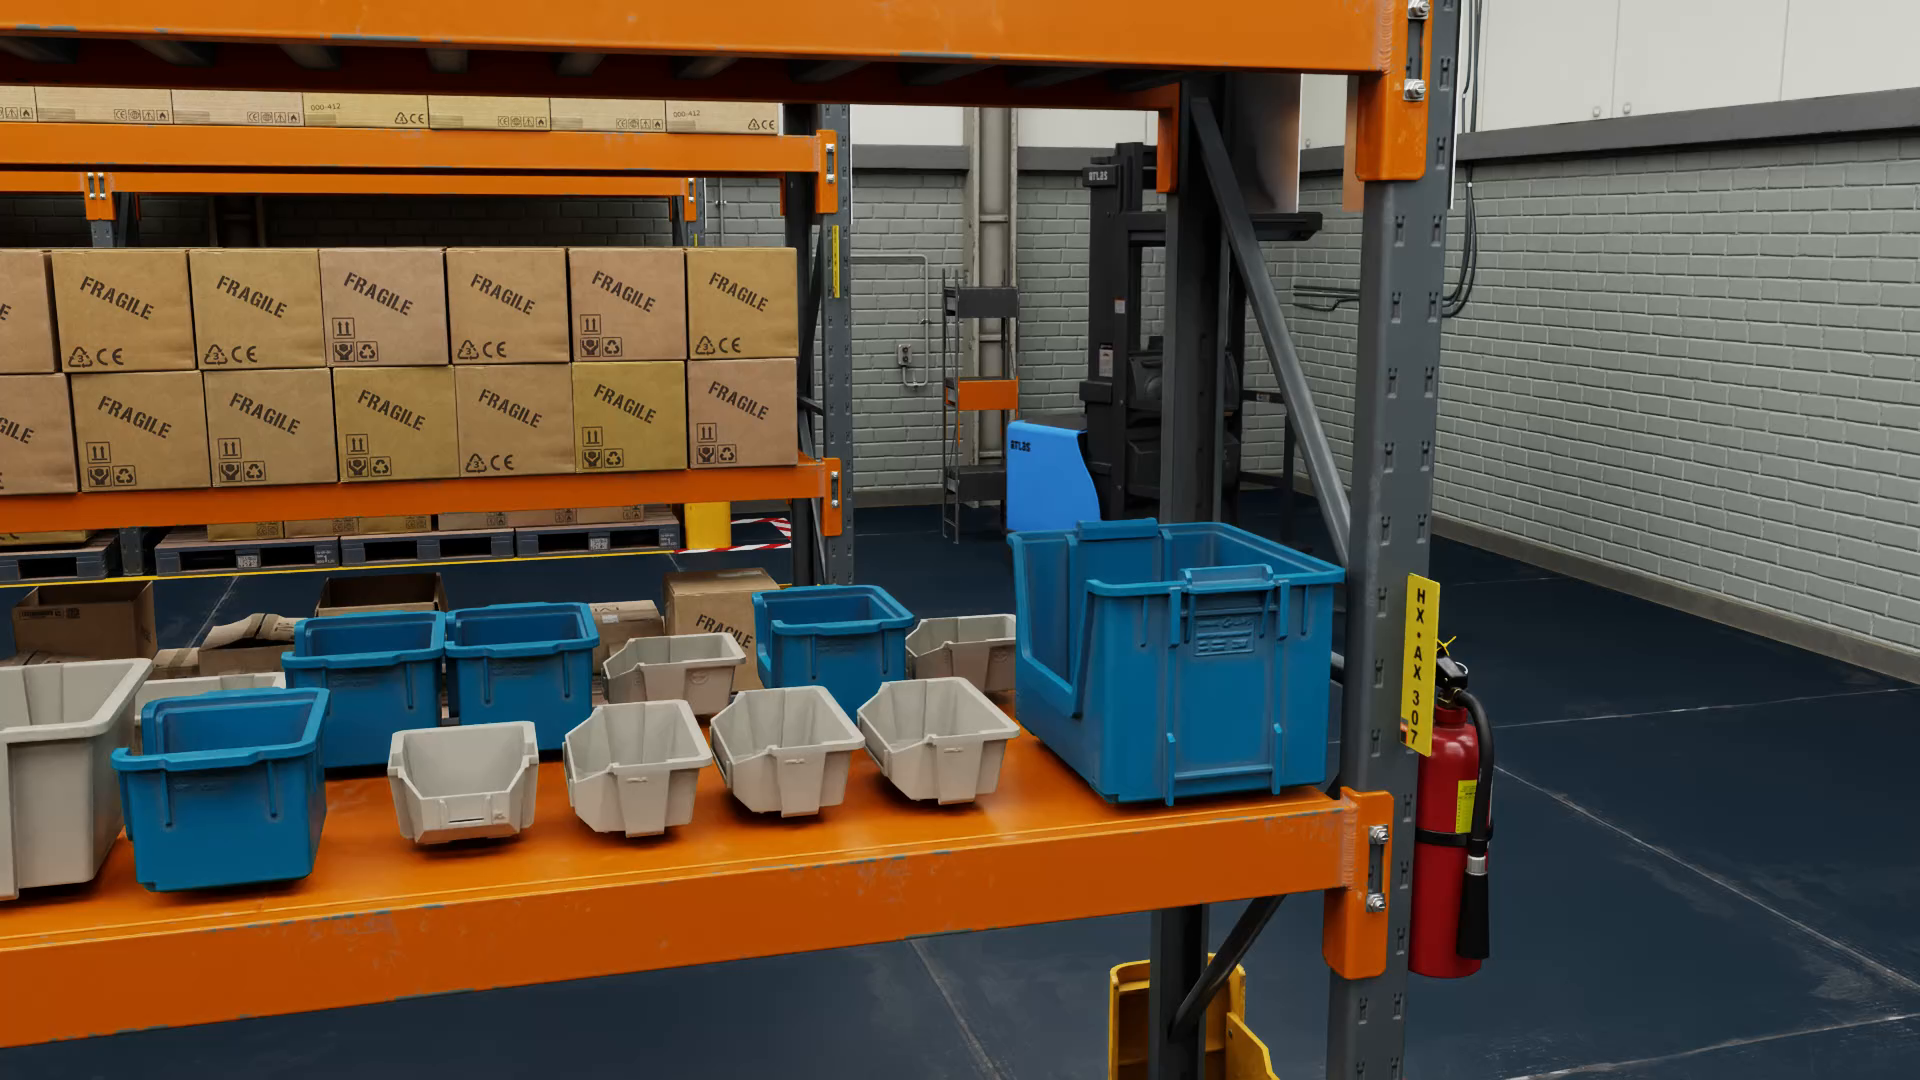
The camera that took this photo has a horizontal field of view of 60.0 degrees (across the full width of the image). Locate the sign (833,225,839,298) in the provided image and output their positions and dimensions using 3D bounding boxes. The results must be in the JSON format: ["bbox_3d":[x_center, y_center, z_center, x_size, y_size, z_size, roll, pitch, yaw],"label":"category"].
[{"bbox_3d":[-0.568,-1.274,7.609,0.005,0.325,0.100,-3,11,-16],"label":"sign"}]

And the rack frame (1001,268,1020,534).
[{"bbox_3d":[0.393,-1.053,12.969,0.015,2.100,0.400,-3,11,-16],"label":"rack frame"}]

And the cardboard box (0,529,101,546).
[{"bbox_3d":[-6.520,-0.399,11.705,0.750,0.750,0.750,-3,11,-15],"label":"cardboard box"}]

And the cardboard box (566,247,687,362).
[{"bbox_3d":[-1.539,-1.091,7.651,0.500,0.500,0.500,-3,11,-14],"label":"cardboard box"}]

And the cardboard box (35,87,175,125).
[{"bbox_3d":[-3.527,-1.852,6.948,0.500,0.250,0.500,-3,11,-16],"label":"cardboard box"}]

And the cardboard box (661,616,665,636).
[{"bbox_3d":[-1.442,0.505,8.630,0.250,0.166,0.380,-3,11,-16],"label":"cardboard box"}]

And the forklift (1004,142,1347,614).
[{"bbox_3d":[1.598,-1.059,10.705,1.130,2.935,3.031,-8,13,-36],"label":"forklift"}]

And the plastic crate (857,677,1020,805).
[{"bbox_3d":[-0.055,0.388,3.217,0.243,0.136,0.396,-3,11,-16],"label":"plastic crate"}]

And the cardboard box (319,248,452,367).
[{"bbox_3d":[-2.529,-1.038,7.363,0.500,0.500,0.500,-3,11,-14],"label":"cardboard box"}]

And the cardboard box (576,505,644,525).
[{"bbox_3d":[-2.736,-0.432,12.850,0.500,0.500,0.700,-3,11,-16],"label":"cardboard box"}]

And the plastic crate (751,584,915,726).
[{"bbox_3d":[-0.284,0.256,3.666,0.300,0.233,0.416,-3,11,-16],"label":"plastic crate"}]

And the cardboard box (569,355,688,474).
[{"bbox_3d":[-1.555,-0.599,7.737,0.500,0.500,0.500,-3,11,-15],"label":"cardboard box"}]

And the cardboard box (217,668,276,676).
[{"bbox_3d":[-3.253,0.704,7.548,0.250,0.166,0.380,-3,11,-16],"label":"cardboard box"}]

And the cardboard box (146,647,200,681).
[{"bbox_3d":[-3.733,0.634,7.975,0.250,0.149,0.380,-3,11,-16],"label":"cardboard box"}]

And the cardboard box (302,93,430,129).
[{"bbox_3d":[-2.567,-1.902,7.225,0.500,0.250,0.500,-3,11,-16],"label":"cardboard box"}]

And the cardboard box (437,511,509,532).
[{"bbox_3d":[-3.699,-0.381,12.574,0.500,0.500,0.700,-3,11,-18],"label":"cardboard box"}]

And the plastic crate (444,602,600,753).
[{"bbox_3d":[-0.916,0.290,3.485,0.300,0.233,0.416,-3,11,-16],"label":"plastic crate"}]

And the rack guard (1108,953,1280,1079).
[{"bbox_3d":[0.697,1.441,3.839,0.348,0.500,1.175,-3,11,-16],"label":"rack guard"}]

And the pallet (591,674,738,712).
[{"bbox_3d":[-1.542,0.770,8.284,1.213,0.211,1.003,-3,11,-16],"label":"pallet"}]

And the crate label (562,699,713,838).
[{"bbox_3d":[-0.598,0.418,3.052,0.243,0.136,0.396,-3,11,-16],"label":"crate label"}]

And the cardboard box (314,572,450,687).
[{"bbox_3d":[-2.742,0.472,7.880,0.637,0.503,0.797,-3,11,-16],"label":"cardboard box"}]

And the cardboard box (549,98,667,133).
[{"bbox_3d":[-1.606,-1.953,7.497,0.500,0.250,0.500,-3,11,-16],"label":"cardboard box"}]

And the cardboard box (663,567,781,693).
[{"bbox_3d":[-1.157,0.437,8.077,0.500,0.500,0.500,-3,11,-16],"label":"cardboard box"}]

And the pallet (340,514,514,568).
[{"bbox_3d":[-4.007,-0.021,12.576,1.213,0.211,1.003,-3,11,-16],"label":"pallet"}]

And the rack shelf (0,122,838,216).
[{"bbox_3d":[-2.624,-1.666,7.516,4.000,0.370,1.077,-3,11,-16],"label":"rack shelf"}]

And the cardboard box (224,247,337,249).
[{"bbox_3d":[-3.156,-1.107,7.738,0.500,0.500,0.500,-3,11,-15],"label":"cardboard box"}]

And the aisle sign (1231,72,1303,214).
[{"bbox_3d":[0.663,-1.119,3.659,0.004,0.787,0.394,-3,11,-16],"label":"aisle sign"}]

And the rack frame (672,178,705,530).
[{"bbox_3d":[-2.092,-1.507,12.949,0.127,3.000,1.000,-3,11,-16],"label":"rack frame"}]

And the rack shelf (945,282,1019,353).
[{"bbox_3d":[0.159,-1.716,12.778,0.480,0.518,0.431,-3,11,-16],"label":"rack shelf"}]

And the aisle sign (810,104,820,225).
[{"bbox_3d":[-0.720,-1.979,8.333,0.004,0.787,0.394,-3,11,-16],"label":"aisle sign"}]

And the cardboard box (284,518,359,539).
[{"bbox_3d":[-4.702,-0.327,12.281,0.500,0.500,0.700,-3,11,-17],"label":"cardboard box"}]

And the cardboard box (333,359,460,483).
[{"bbox_3d":[-2.519,-0.549,7.467,0.500,0.500,0.500,-3,11,-17],"label":"cardboard box"}]

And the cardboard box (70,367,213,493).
[{"bbox_3d":[-3.488,-0.498,7.190,0.500,0.500,0.500,-3,11,-15],"label":"cardboard box"}]

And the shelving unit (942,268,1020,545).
[{"bbox_3d":[0.159,-1.041,12.902,0.503,2.100,0.431,-3,11,-16],"label":"shelving unit"}]

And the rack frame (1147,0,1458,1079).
[{"bbox_3d":[0.678,0.216,3.591,0.053,2.616,0.949,-3,11,-16],"label":"rack frame"}]

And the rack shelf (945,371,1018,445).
[{"bbox_3d":[0.159,-1.028,12.904,0.480,0.518,0.431,-3,11,-16],"label":"rack shelf"}]

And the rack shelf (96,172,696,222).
[{"bbox_3d":[-4.012,-2.527,12.193,4.000,0.370,1.077,-3,11,-16],"label":"rack shelf"}]

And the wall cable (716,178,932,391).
[{"bbox_3d":[-1.127,-2.236,14.102,1.851,1.984,0.084,-3,11,-16],"label":"wall cable"}]

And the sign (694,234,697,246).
[{"bbox_3d":[-1.953,-2.098,12.306,0.005,0.325,0.100,-3,11,-16],"label":"sign"}]

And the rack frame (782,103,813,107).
[{"bbox_3d":[-0.704,-3.597,7.729,0.127,3.000,1.000,-3,11,-16],"label":"rack frame"}]

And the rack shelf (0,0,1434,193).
[{"bbox_3d":[-1.243,-0.805,2.838,4.000,0.370,1.077,-3,11,-16],"label":"rack shelf"}]

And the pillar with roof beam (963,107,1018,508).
[{"bbox_3d":[1.462,-3.996,9.900,0.400,9.000,9.100,-3,11,-16],"label":"pillar with roof beam"}]

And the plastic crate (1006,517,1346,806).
[{"bbox_3d":[0.408,0.217,3.317,0.499,0.435,0.616,-3,11,-16],"label":"plastic crate"}]

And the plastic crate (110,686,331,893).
[{"bbox_3d":[-1.223,0.416,2.797,0.300,0.233,0.416,-3,11,-16],"label":"plastic crate"}]

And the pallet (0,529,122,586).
[{"bbox_3d":[-6.652,0.119,11.819,1.213,0.211,1.003,-3,11,-16],"label":"pallet"}]

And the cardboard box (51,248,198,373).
[{"bbox_3d":[-3.518,-0.986,7.079,0.500,0.500,0.500,-3,11,-18],"label":"cardboard box"}]

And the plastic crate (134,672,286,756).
[{"bbox_3d":[-1.575,0.377,3.275,0.466,0.136,0.293,-3,11,-16],"label":"plastic crate"}]
